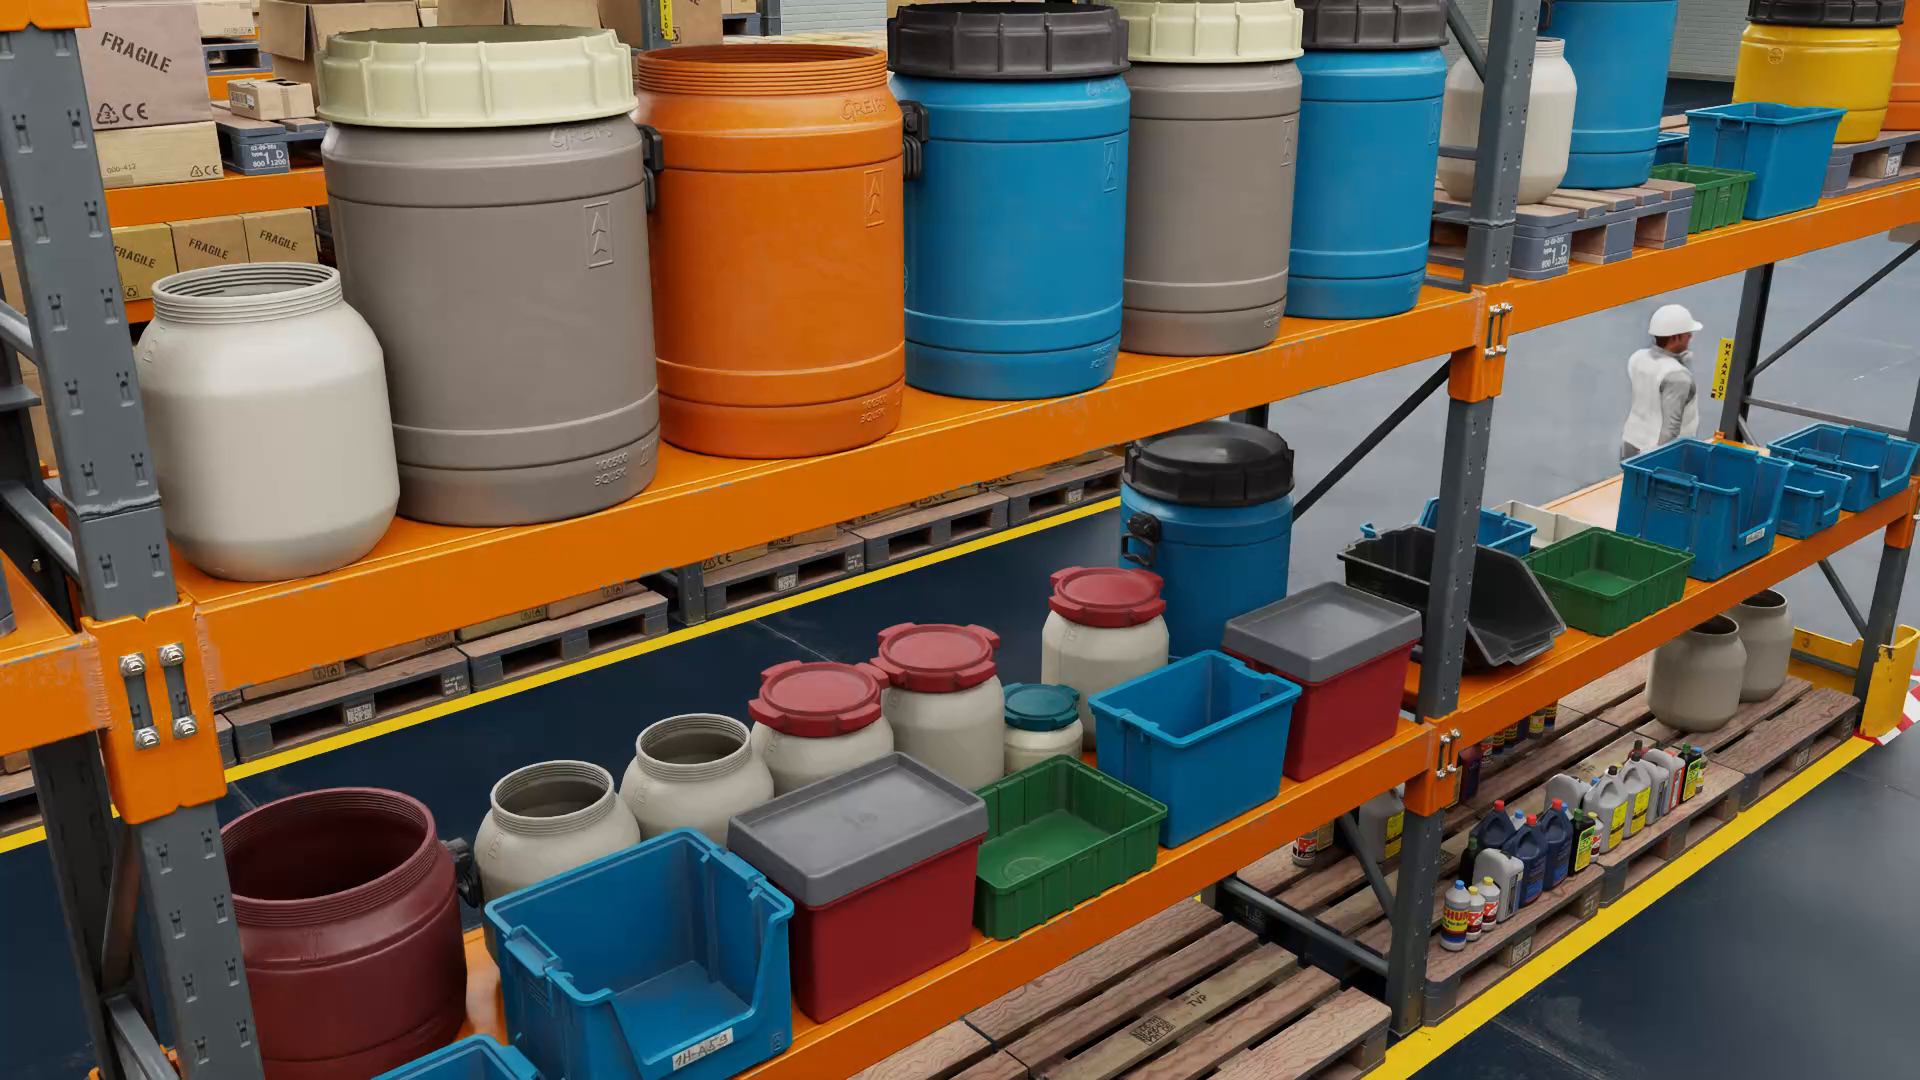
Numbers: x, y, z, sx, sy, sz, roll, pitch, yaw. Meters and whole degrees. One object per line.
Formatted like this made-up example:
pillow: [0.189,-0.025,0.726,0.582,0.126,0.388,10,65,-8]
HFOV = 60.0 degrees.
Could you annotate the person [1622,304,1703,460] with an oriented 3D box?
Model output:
person: [4.214,-0.574,10.051,0.854,1.736,0.534,-5,21,-14]
